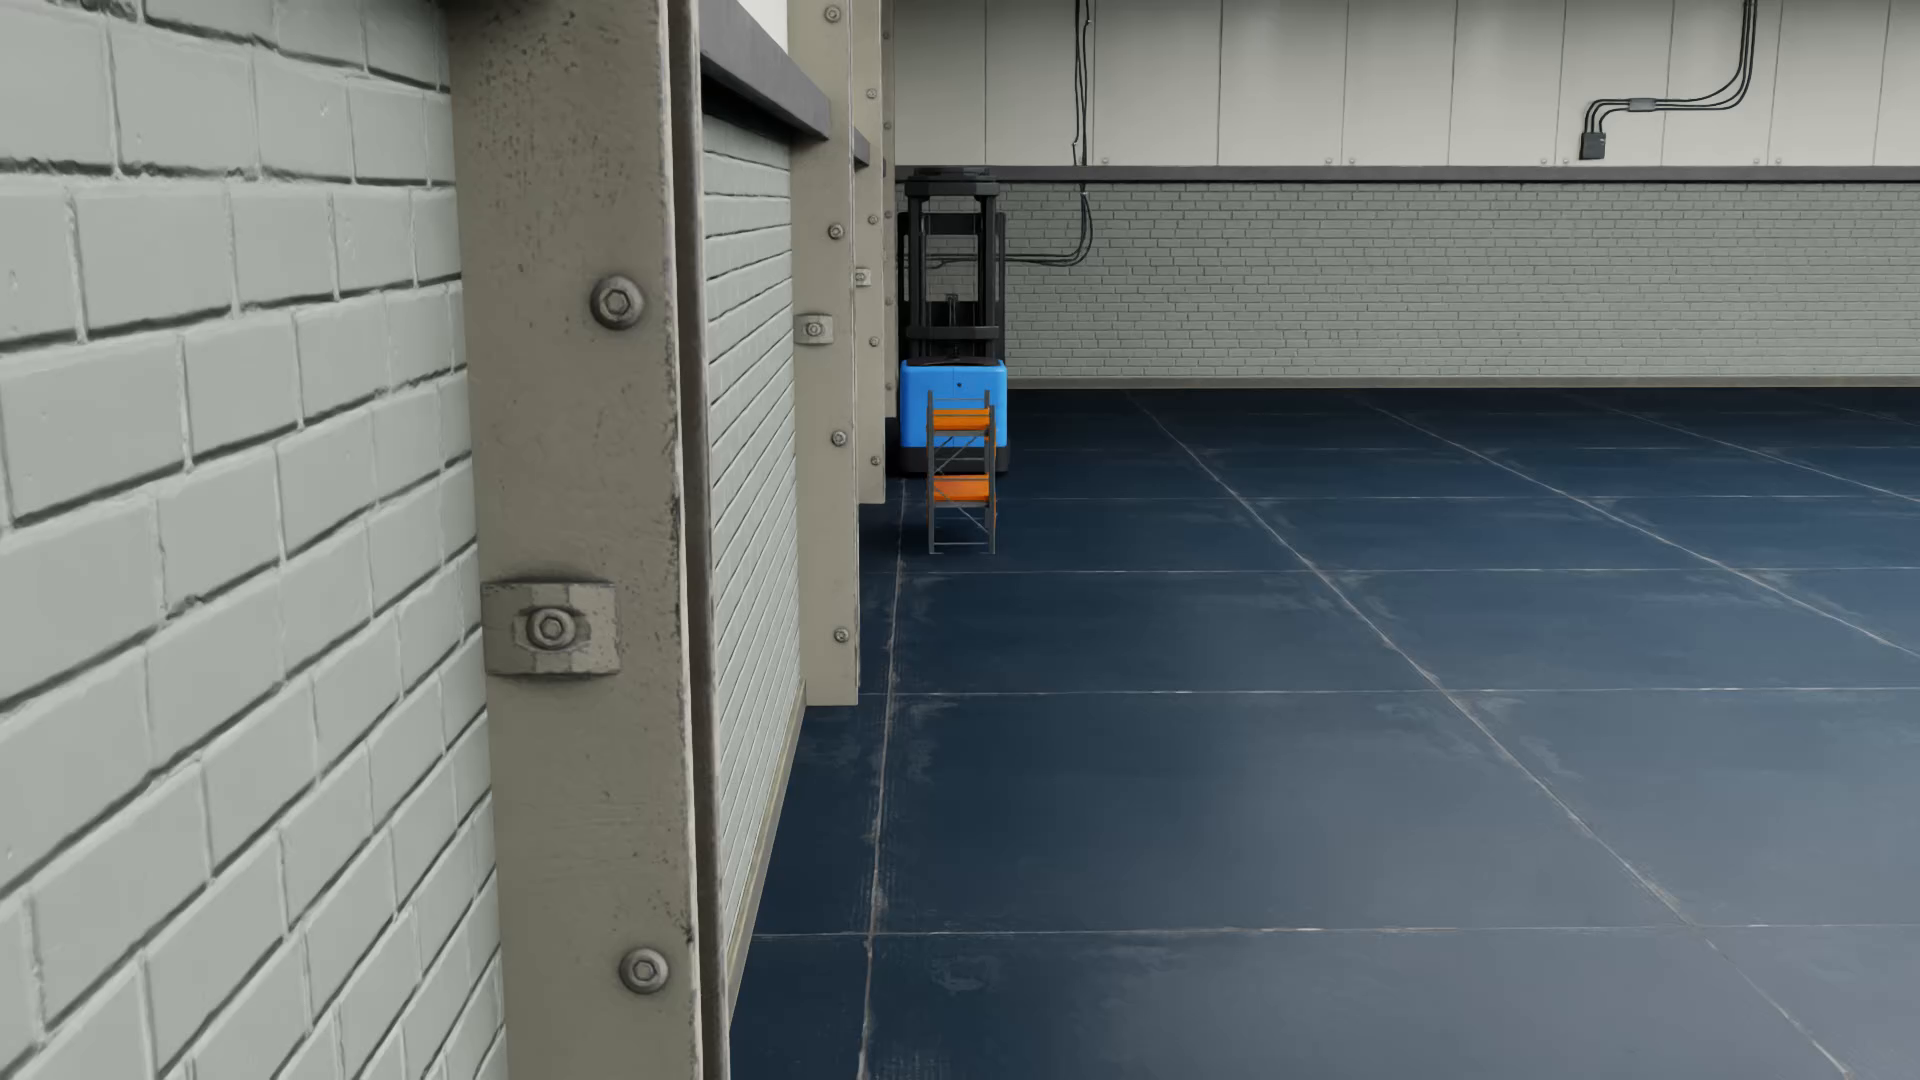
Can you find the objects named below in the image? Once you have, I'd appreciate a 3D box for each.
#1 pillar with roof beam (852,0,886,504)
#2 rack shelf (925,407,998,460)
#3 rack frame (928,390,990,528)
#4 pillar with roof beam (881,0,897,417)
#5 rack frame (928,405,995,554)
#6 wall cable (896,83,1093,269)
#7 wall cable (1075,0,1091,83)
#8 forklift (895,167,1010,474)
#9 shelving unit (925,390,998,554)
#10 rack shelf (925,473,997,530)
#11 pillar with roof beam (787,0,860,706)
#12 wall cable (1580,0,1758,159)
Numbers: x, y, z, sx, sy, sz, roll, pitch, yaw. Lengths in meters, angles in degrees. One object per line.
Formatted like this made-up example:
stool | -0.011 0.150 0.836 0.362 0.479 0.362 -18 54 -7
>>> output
pillar with roof beam | 3.482 -4.789 14.030 9.100 9.000 0.400 0 11 -1
rack shelf | 0.000 -0.837 12.882 0.538 0.278 1.000 0 11 -1
rack frame | -0.010 -0.651 13.439 0.500 1.125 0.032 0 11 -1
pillar with roof beam | 3.358 -5.981 19.909 9.100 9.000 0.400 0 11 -1
rack frame | 0.011 -0.449 12.443 0.500 1.125 0.032 0 11 -1
wall cable | 0.315 -5.033 23.044 3.097 2.526 0.112 0 11 -1
wall cable | 3.019 -7.519 22.597 3.097 2.526 0.112 0 11 -1
forklift | -0.092 -2.319 17.118 1.130 2.935 3.031 0 11 -1
shelving unit | 0.000 -0.550 12.941 0.538 1.125 1.048 0 11 -1
rack shelf | 0.000 -0.310 12.989 0.538 0.278 1.000 0 11 -1
pillar with roof beam | 3.606 -3.596 8.151 9.100 9.000 0.400 0 11 -1
wall cable | 9.806 -8.257 22.574 2.305 6.003 0.169 0 11 -1
